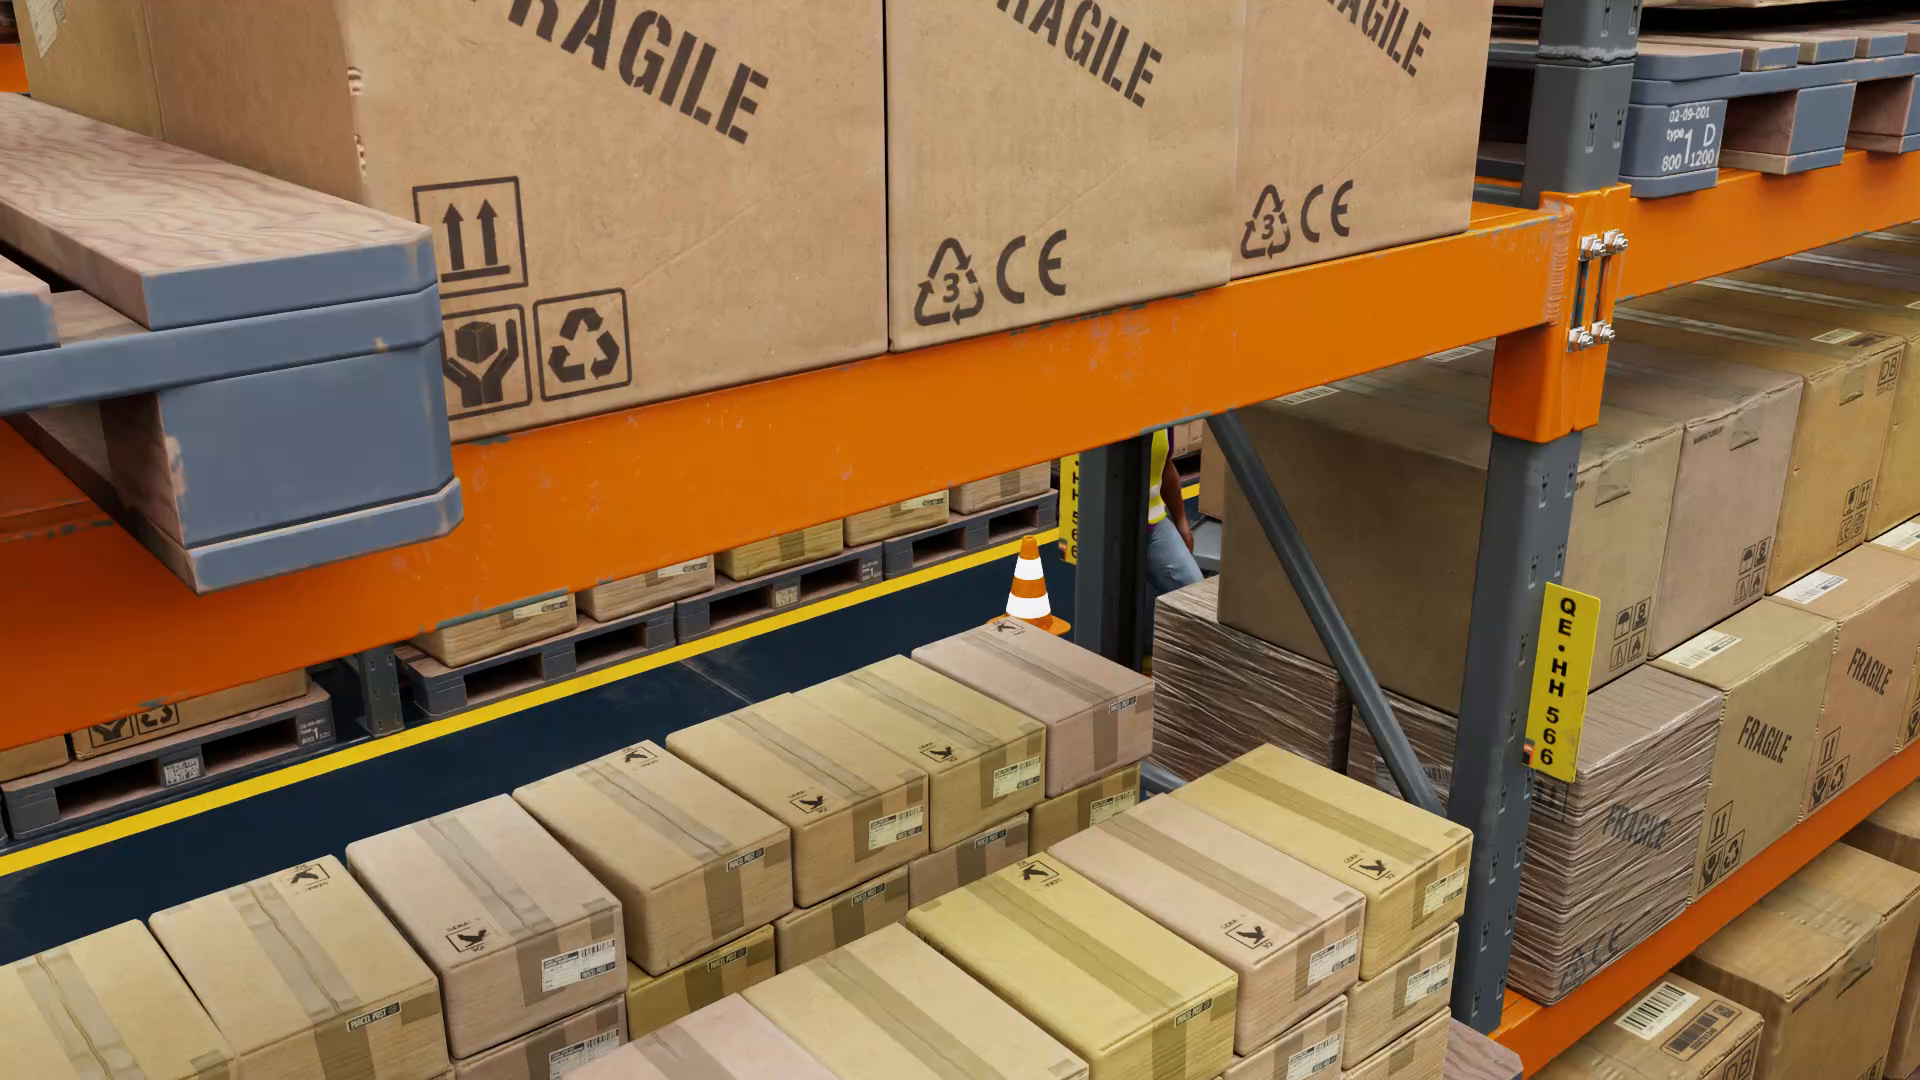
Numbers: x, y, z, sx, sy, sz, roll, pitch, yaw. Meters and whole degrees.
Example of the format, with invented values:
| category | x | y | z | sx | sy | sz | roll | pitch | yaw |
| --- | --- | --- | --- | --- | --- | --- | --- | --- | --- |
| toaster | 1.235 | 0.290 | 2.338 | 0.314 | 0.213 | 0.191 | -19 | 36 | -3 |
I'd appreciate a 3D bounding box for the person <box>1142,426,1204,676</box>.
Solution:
| category | x | y | z | sx | sy | sz | roll | pitch | yaw |
| --- | --- | --- | --- | --- | --- | --- | --- | --- | --- |
| person | 0.692 | -0.004 | 6.560 | 0.636 | 1.765 | 0.554 | -19 | 28 | -40 |
